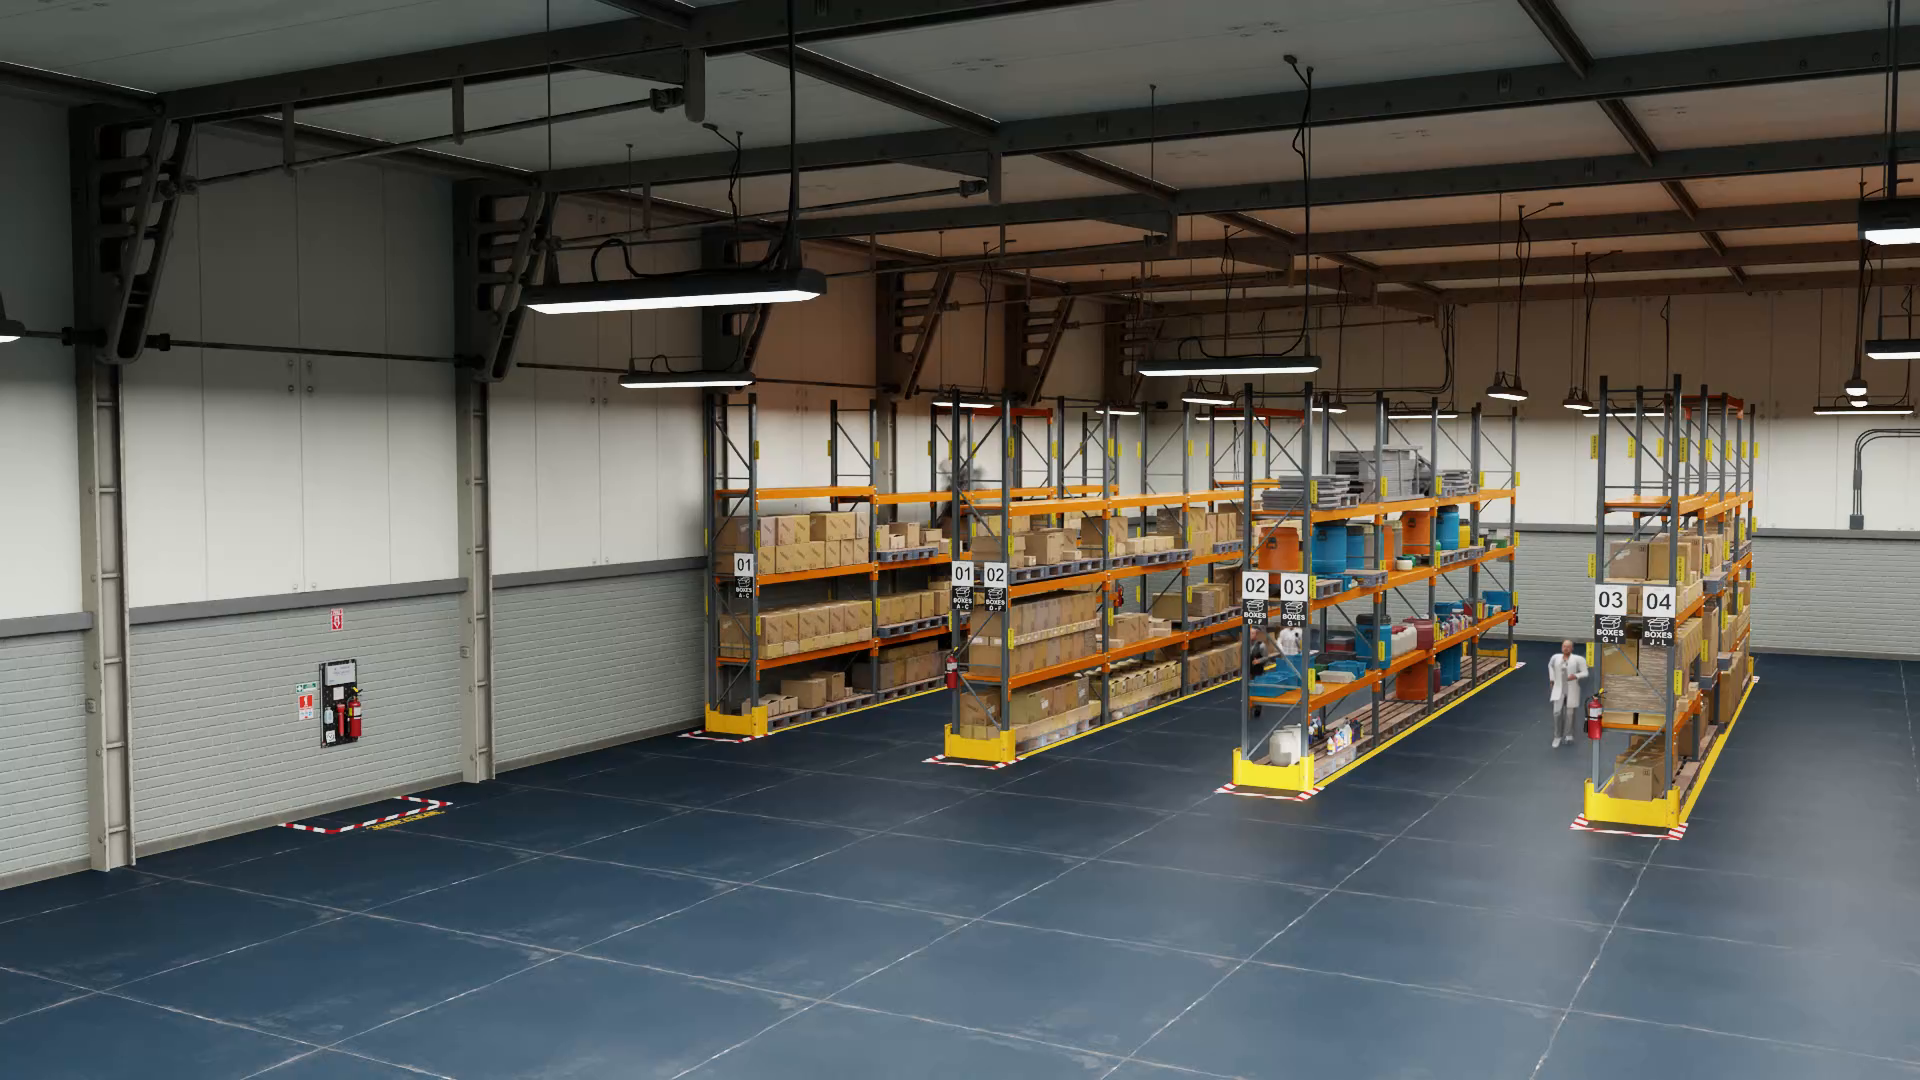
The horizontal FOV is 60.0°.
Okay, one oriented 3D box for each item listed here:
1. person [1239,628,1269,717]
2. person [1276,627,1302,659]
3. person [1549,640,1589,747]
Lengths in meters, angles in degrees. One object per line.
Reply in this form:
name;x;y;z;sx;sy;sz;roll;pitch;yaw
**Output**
person;5.409;2.492;30.687;0.590;1.764;0.896;1;3;18
person;6.662;2.346;33.688;0.550;1.660;0.552;1;3;25
person;10.278;2.609;28.155;0.688;1.839;0.836;2;3;28
